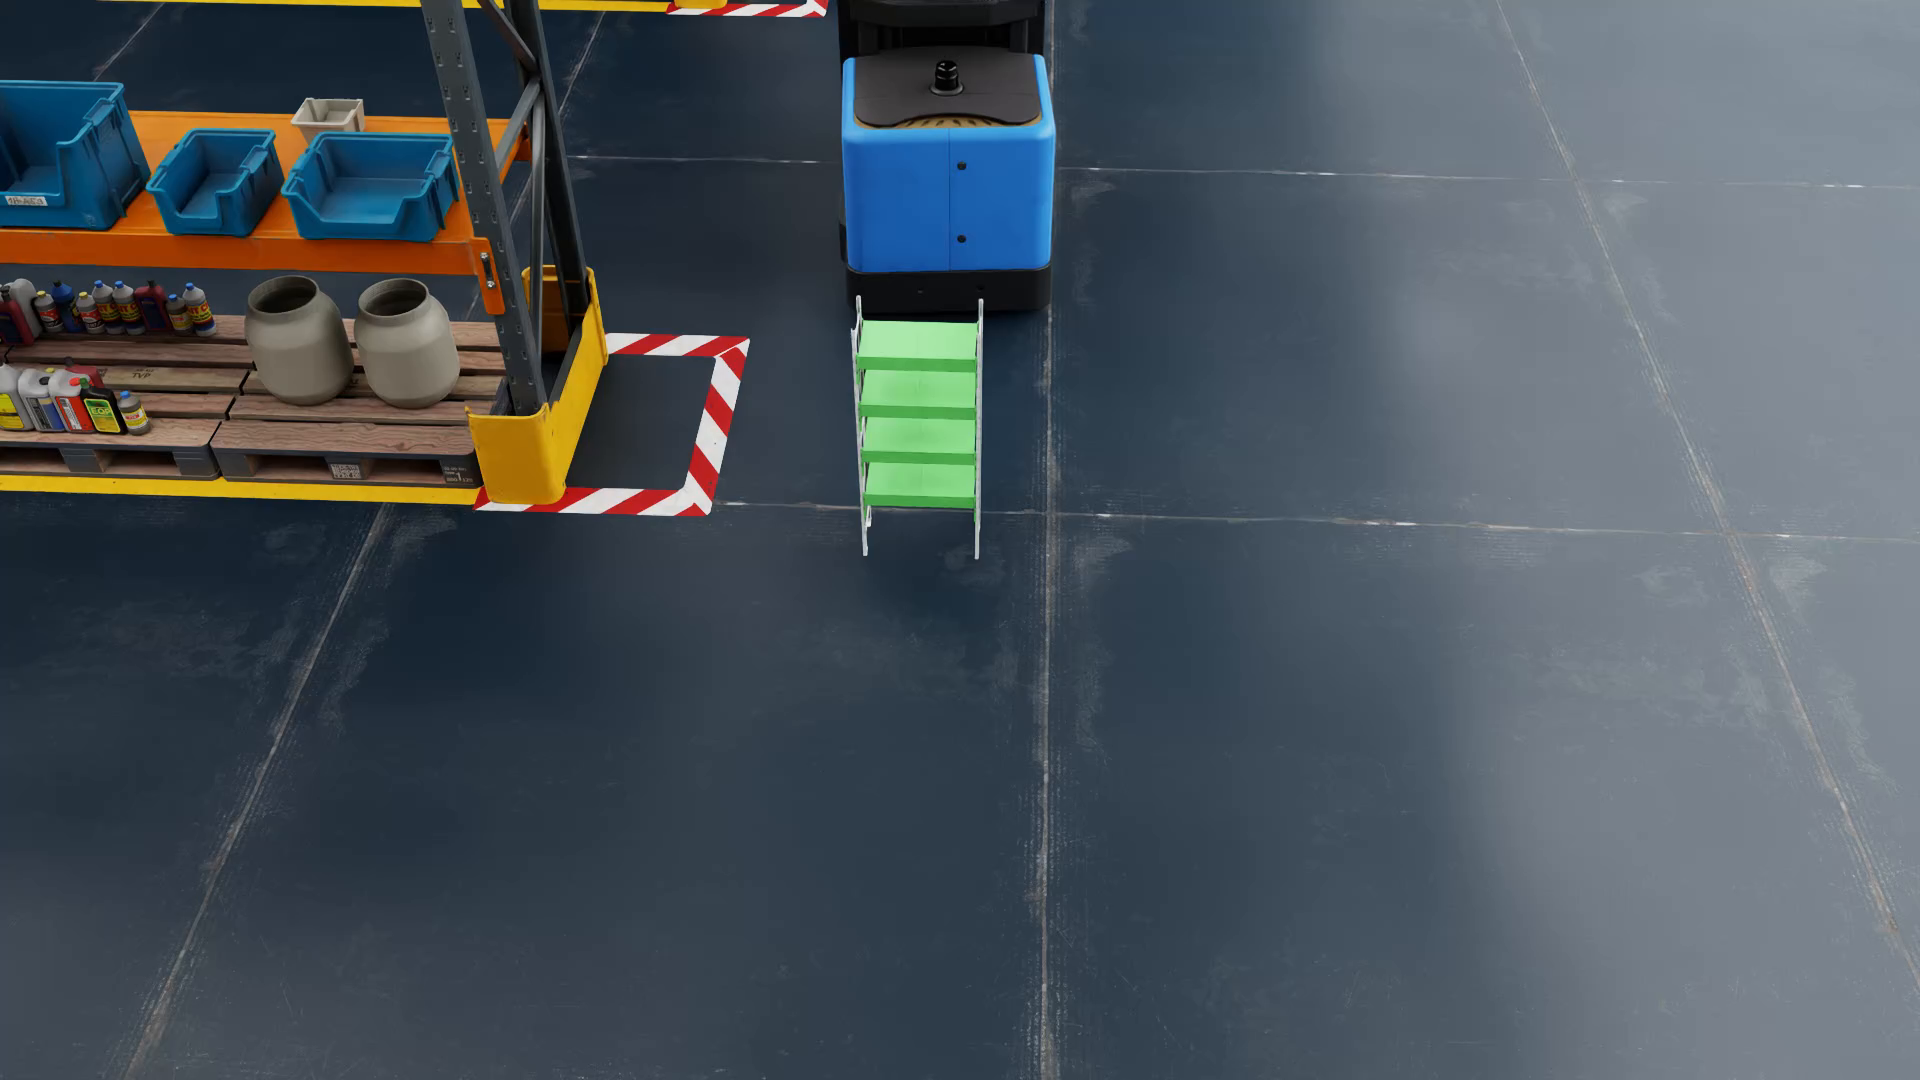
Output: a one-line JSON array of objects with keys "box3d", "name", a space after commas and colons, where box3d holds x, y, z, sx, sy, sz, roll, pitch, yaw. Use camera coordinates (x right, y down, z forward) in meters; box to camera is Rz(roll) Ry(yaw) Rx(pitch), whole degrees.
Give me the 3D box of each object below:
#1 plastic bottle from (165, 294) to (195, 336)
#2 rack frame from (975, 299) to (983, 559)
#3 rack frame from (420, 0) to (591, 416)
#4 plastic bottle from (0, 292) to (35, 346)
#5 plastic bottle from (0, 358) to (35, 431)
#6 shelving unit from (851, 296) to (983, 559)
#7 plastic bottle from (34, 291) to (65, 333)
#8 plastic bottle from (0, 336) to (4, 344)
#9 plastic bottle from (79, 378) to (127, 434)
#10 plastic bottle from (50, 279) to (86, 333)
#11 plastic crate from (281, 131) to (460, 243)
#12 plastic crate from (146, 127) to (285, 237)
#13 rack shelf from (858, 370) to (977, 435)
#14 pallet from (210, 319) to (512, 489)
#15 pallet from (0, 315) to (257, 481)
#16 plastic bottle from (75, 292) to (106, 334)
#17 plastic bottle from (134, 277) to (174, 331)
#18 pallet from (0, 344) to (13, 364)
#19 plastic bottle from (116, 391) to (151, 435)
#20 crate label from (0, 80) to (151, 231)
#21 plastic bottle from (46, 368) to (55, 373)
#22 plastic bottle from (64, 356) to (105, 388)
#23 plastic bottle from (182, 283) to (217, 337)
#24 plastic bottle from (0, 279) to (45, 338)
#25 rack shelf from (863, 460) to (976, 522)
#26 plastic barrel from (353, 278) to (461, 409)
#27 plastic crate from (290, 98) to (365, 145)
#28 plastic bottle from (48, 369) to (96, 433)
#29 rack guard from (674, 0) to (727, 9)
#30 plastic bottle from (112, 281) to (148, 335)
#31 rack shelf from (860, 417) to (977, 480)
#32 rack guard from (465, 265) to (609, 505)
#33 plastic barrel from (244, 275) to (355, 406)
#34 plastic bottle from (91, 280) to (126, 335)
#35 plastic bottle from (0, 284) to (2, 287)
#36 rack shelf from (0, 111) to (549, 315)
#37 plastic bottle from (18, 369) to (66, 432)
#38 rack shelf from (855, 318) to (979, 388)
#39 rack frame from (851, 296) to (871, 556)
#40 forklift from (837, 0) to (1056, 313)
[{"box3d": [-3.775, -1.095, 8.041, 0.097, 0.201, 0.097, 0, 43, 0], "name": "plastic bottle"}, {"box3d": [0.078, -0.437, 6.924, 0.015, 1.200, 0.240, 2, 43, 2], "name": "rack frame"}, {"box3d": [-1.874, -1.687, 6.946, 0.127, 3.000, 1.000, 2, 43, 2], "name": "rack frame"}, {"box3d": [-4.542, -1.057, 7.940, 0.133, 0.283, 0.061, 2, 43, 2], "name": "plastic bottle"}, {"box3d": [-4.284, -0.670, 7.474, 0.185, 0.351, 0.144, 3, 43, 4], "name": "plastic bottle"}, {"box3d": [-0.165, -0.444, 6.932, 0.503, 1.200, 0.258, 2, 43, 2], "name": "shelving unit"}, {"box3d": [-4.418, -1.115, 8.062, 0.097, 0.201, 0.097, 0, 43, 0], "name": "plastic bottle"}, {"box3d": [-4.679, -1.067, 7.950, 0.133, 0.283, 0.061, 2, 43, 2], "name": "plastic bottle"}, {"box3d": [-3.846, -0.603, 7.452, 0.133, 0.283, 0.061, 3, 43, 3], "name": "plastic bottle"}, {"box3d": [-4.316, -1.137, 8.035, 0.097, 0.271, 0.097, 0, 43, 0], "name": "plastic bottle"}, {"box3d": [-2.388, -1.444, 6.794, 0.616, 0.251, 0.499, 2, 43, 2], "name": "plastic crate"}, {"box3d": [-3.036, -1.468, 6.820, 0.408, 0.251, 0.499, 2, 43, 2], "name": "plastic crate"}, {"box3d": [-0.165, -0.573, 6.812, 0.480, 0.148, 0.258, 2, 43, 2], "name": "rack shelf"}, {"box3d": [-2.764, -0.666, 7.895, 1.213, 0.211, 1.003, 2, 43, 2], "name": "pallet"}, {"box3d": [-3.979, -0.705, 7.937, 1.213, 0.211, 1.003, 2, 43, 2], "name": "pallet"}, {"box3d": [-4.213, -1.109, 8.055, 0.097, 0.201, 0.097, 0, 43, 0], "name": "plastic bottle"}, {"box3d": [-3.897, -1.141, 8.030, 0.133, 0.283, 0.061, 2, 43, 3], "name": "plastic bottle"}, {"box3d": [-5.201, -0.741, 7.975, 1.213, 0.211, 1.003, 2, 43, 2], "name": "pallet"}, {"box3d": [-3.729, -0.582, 7.490, 0.097, 0.201, 0.097, 0, 43, 0], "name": "plastic bottle"}, {"box3d": [-3.725, -1.572, 6.797, 0.616, 0.435, 0.502, 2, 43, 2], "name": "crate label"}, {"box3d": [-4.131, -0.698, 7.614, 0.097, 0.201, 0.097, 0, 43, 0], "name": "plastic bottle"}, {"box3d": [-3.975, -0.711, 7.568, 0.133, 0.283, 0.061, 2, 43, 2], "name": "plastic bottle"}, {"box3d": [-3.672, -1.118, 8.013, 0.097, 0.271, 0.097, 0, 43, 0], "name": "plastic bottle"}, {"box3d": [-4.537, -1.127, 8.020, 0.135, 0.276, 0.152, 2, 43, 3], "name": "plastic bottle"}, {"box3d": [-0.165, -0.222, 7.139, 0.480, 0.148, 0.258, 2, 43, 2], "name": "rack shelf"}, {"box3d": [-2.535, -0.899, 7.616, 0.421, 0.512, 0.421, 0, 43, 0], "name": "plastic barrel"}, {"box3d": [-2.754, -1.837, 7.300, 0.250, 0.136, 0.298, 2, 43, 2], "name": "plastic crate"}, {"box3d": [-3.979, -0.636, 7.493, 0.135, 0.276, 0.152, 2, 43, 2], "name": "plastic bottle"}, {"box3d": [-1.727, -4.147, 11.421, 0.348, 0.500, 1.175, 2, 43, 2], "name": "rack guard"}, {"box3d": [-4.014, -1.128, 8.025, 0.097, 0.271, 0.097, 0, 43, 0], "name": "plastic bottle"}, {"box3d": [-0.165, -0.397, 6.975, 0.480, 0.148, 0.258, 2, 43, 2], "name": "rack shelf"}, {"box3d": [-1.952, -0.743, 7.766, 0.348, 0.500, 1.175, 2, 43, 2], "name": "rack guard"}, {"box3d": [-3.036, -0.914, 7.633, 0.421, 0.512, 0.421, 0, 43, 0], "name": "plastic barrel"}, {"box3d": [-4.114, -1.131, 8.028, 0.097, 0.271, 0.097, 0, 43, 0], "name": "plastic bottle"}, {"box3d": [-4.700, -1.162, 8.003, 0.185, 0.351, 0.144, 2, 43, 2], "name": "plastic bottle"}, {"box3d": [-3.872, -1.485, 7.257, 4.000, 0.370, 1.077, 2, 43, 2], "name": "rack shelf"}, {"box3d": [-4.118, -0.640, 7.497, 0.135, 0.276, 0.152, 1, 43, 1], "name": "plastic bottle"}, {"box3d": [-0.165, -0.749, 6.648, 0.480, 0.148, 0.258, 2, 43, 2], "name": "rack shelf"}, {"box3d": [-0.409, -0.452, 6.940, 0.015, 1.200, 0.240, 2, 43, 2], "name": "rack frame"}, {"box3d": [-0.109, -3.216, 8.638, 1.130, 2.935, 3.031, -2, 43, -2], "name": "forklift"}]
